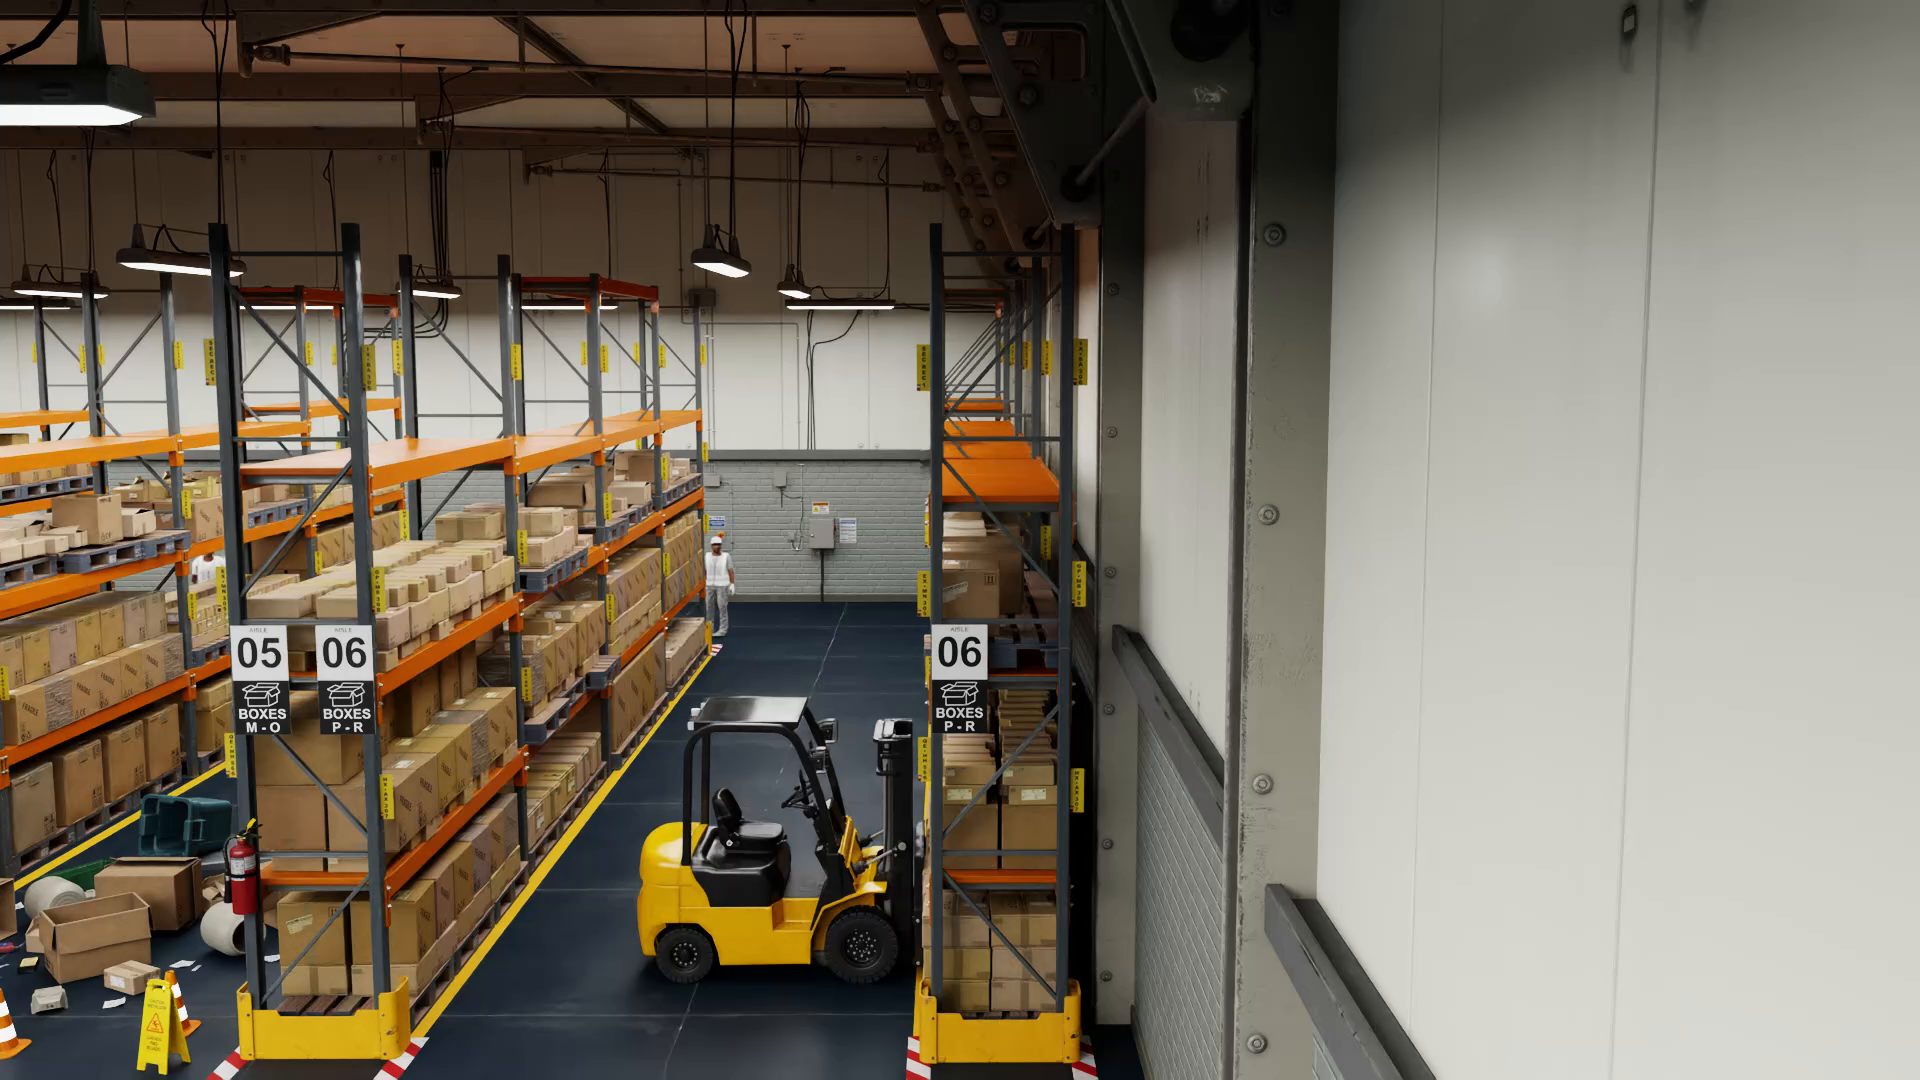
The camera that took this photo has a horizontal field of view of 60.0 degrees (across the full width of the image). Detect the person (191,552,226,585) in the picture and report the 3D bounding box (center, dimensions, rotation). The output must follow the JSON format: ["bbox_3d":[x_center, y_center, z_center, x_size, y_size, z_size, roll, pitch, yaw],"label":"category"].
[{"bbox_3d":[-13.261,0.874,29.419,0.717,1.717,1.052,0,7,-3],"label":"person"}]

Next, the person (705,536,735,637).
[{"bbox_3d":[-4.307,0.836,29.637,0.612,1.806,0.454,3,7,22],"label":"person"}]
